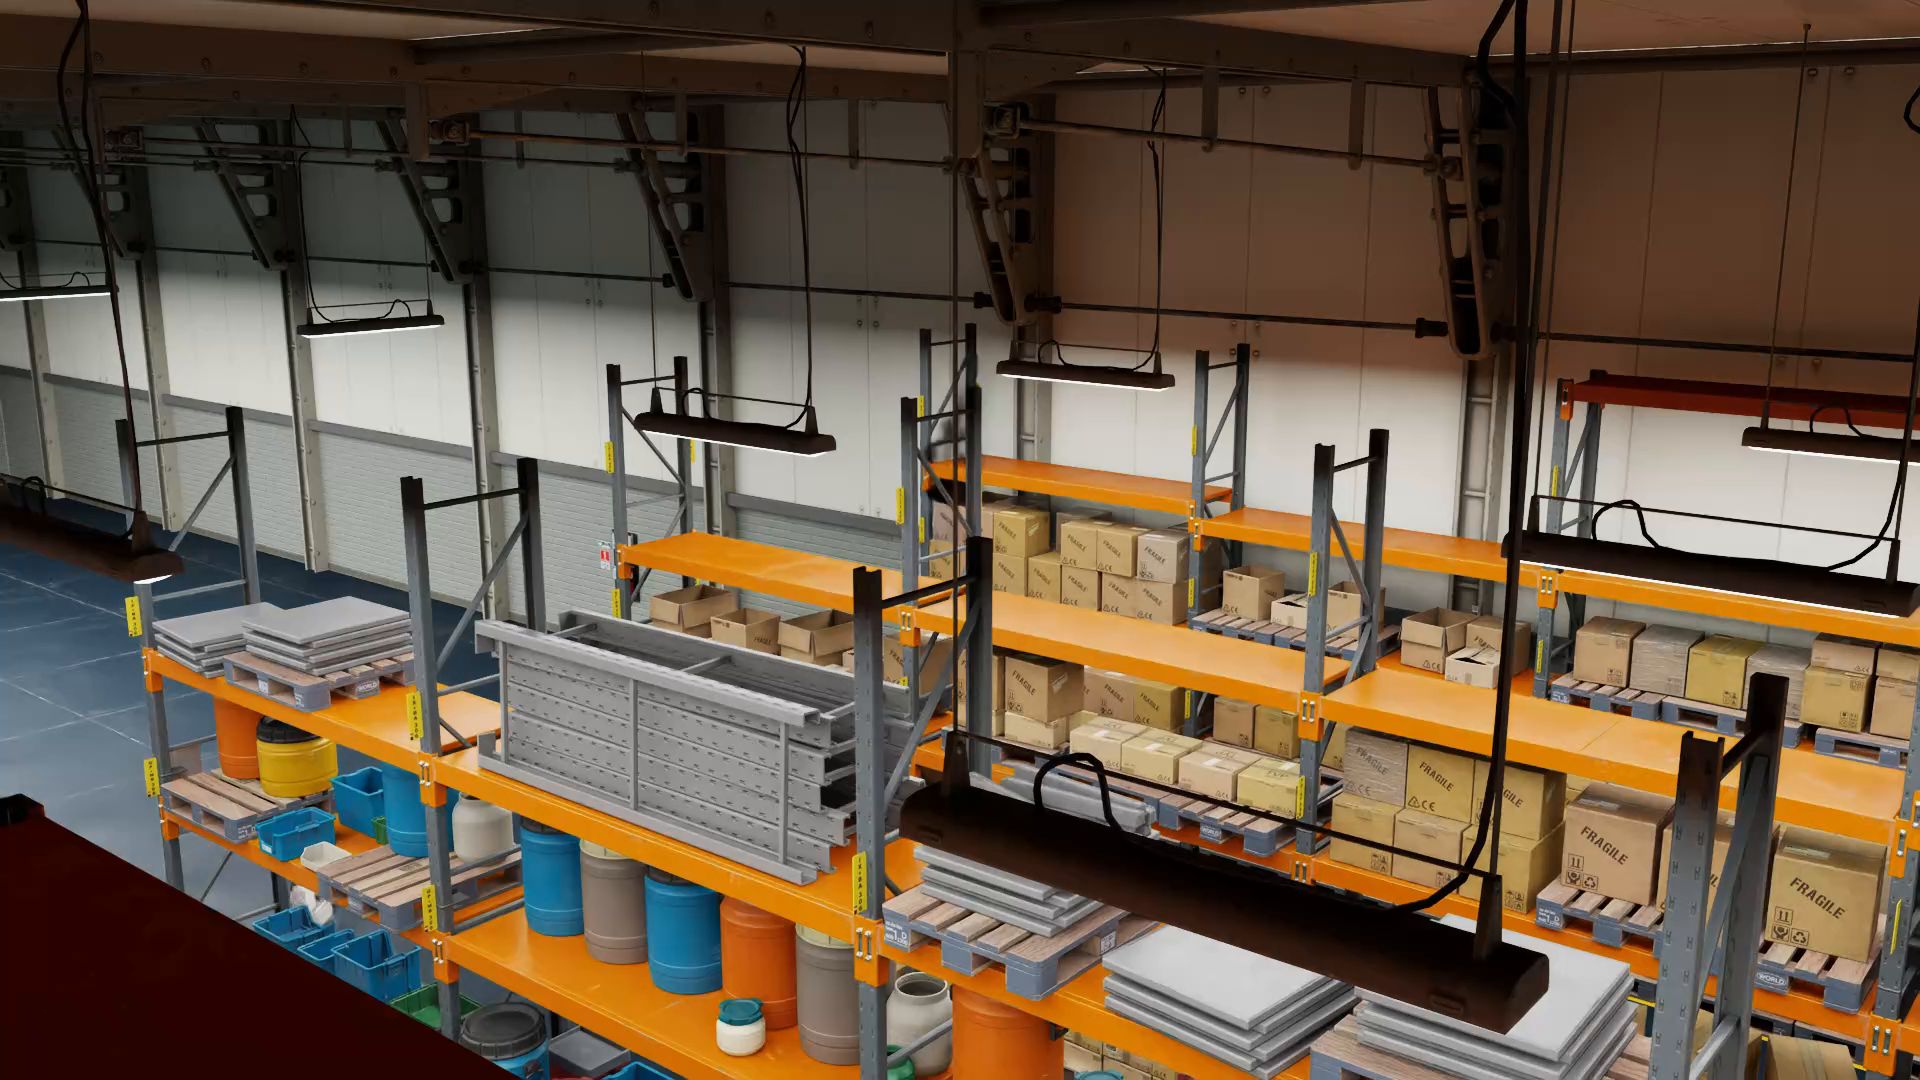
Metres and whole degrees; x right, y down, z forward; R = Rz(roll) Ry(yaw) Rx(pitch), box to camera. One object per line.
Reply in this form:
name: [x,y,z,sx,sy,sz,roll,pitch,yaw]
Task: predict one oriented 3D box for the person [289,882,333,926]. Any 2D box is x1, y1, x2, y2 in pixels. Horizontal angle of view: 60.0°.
person: [-6.297,3.704,16.133,0.593,1.659,0.678,2,13,8]
